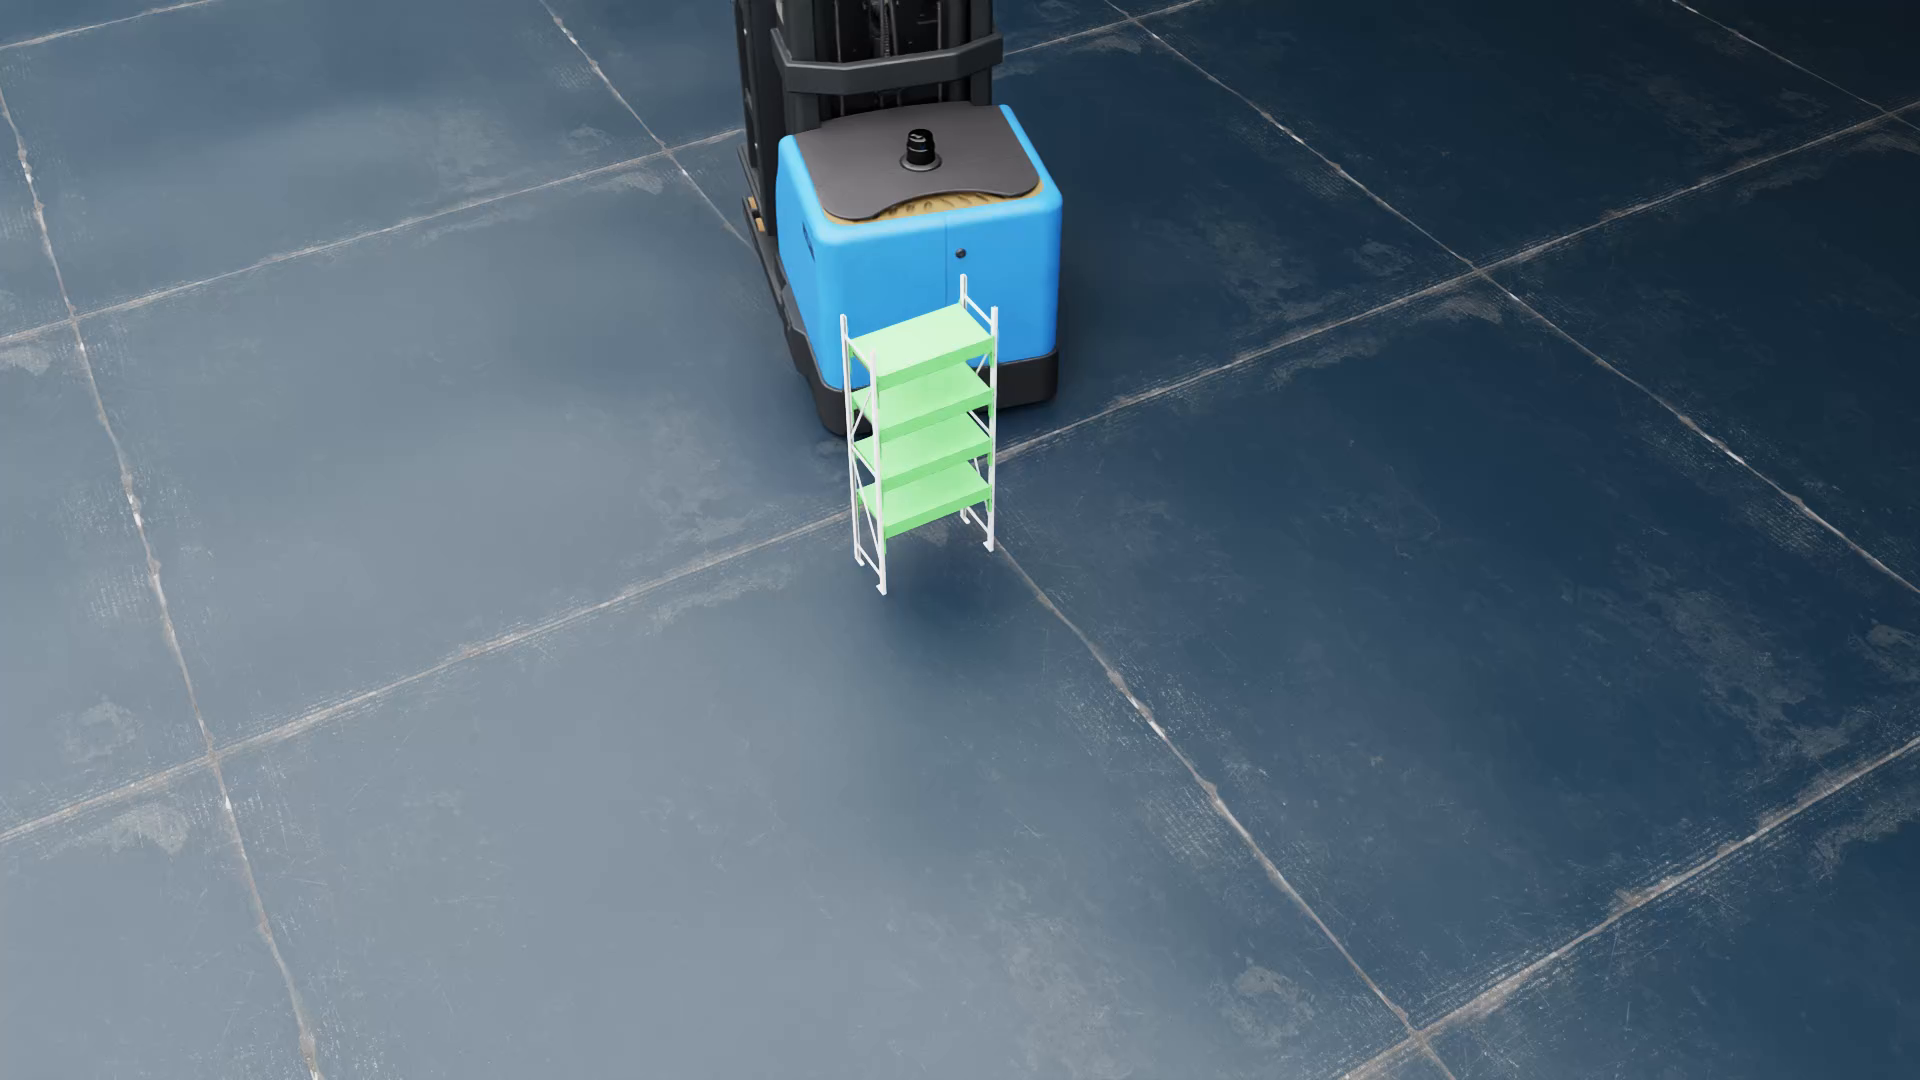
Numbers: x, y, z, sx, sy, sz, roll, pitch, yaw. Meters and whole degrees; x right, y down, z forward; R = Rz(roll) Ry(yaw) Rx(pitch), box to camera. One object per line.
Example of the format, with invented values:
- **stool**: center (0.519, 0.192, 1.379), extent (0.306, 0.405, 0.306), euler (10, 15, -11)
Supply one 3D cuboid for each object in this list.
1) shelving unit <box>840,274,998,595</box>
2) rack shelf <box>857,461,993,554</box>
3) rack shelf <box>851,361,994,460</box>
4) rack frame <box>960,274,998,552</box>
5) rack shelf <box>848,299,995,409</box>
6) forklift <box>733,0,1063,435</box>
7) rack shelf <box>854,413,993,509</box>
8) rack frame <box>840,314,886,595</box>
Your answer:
- **shelving unit**: center (-0.144, -0.373, 6.273), extent (0.503, 1.200, 0.258), euler (-22, 48, -21)
- **rack shelf**: center (-0.144, -0.155, 6.485), extent (0.480, 0.148, 0.258), euler (-22, 48, -21)
- **rack shelf**: center (-0.144, -0.500, 6.150), extent (0.480, 0.148, 0.258), euler (-22, 48, -21)
- **rack frame**: center (0.068, -0.458, 6.360), extent (0.015, 1.200, 0.240), euler (-22, 48, -21)
- **rack shelf**: center (-0.144, -0.672, 5.983), extent (0.480, 0.148, 0.258), euler (-22, 48, -21)
- **forklift**: center (-0.460, -2.543, 7.266), extent (1.130, 2.935, 3.031), euler (-11, 45, -11)
- **rack shelf**: center (-0.144, -0.327, 6.317), extent (0.480, 0.148, 0.258), euler (-22, 48, -21)
- **rack frame**: center (-0.355, -0.288, 6.186), extent (0.015, 1.200, 0.240), euler (-22, 48, -21)
